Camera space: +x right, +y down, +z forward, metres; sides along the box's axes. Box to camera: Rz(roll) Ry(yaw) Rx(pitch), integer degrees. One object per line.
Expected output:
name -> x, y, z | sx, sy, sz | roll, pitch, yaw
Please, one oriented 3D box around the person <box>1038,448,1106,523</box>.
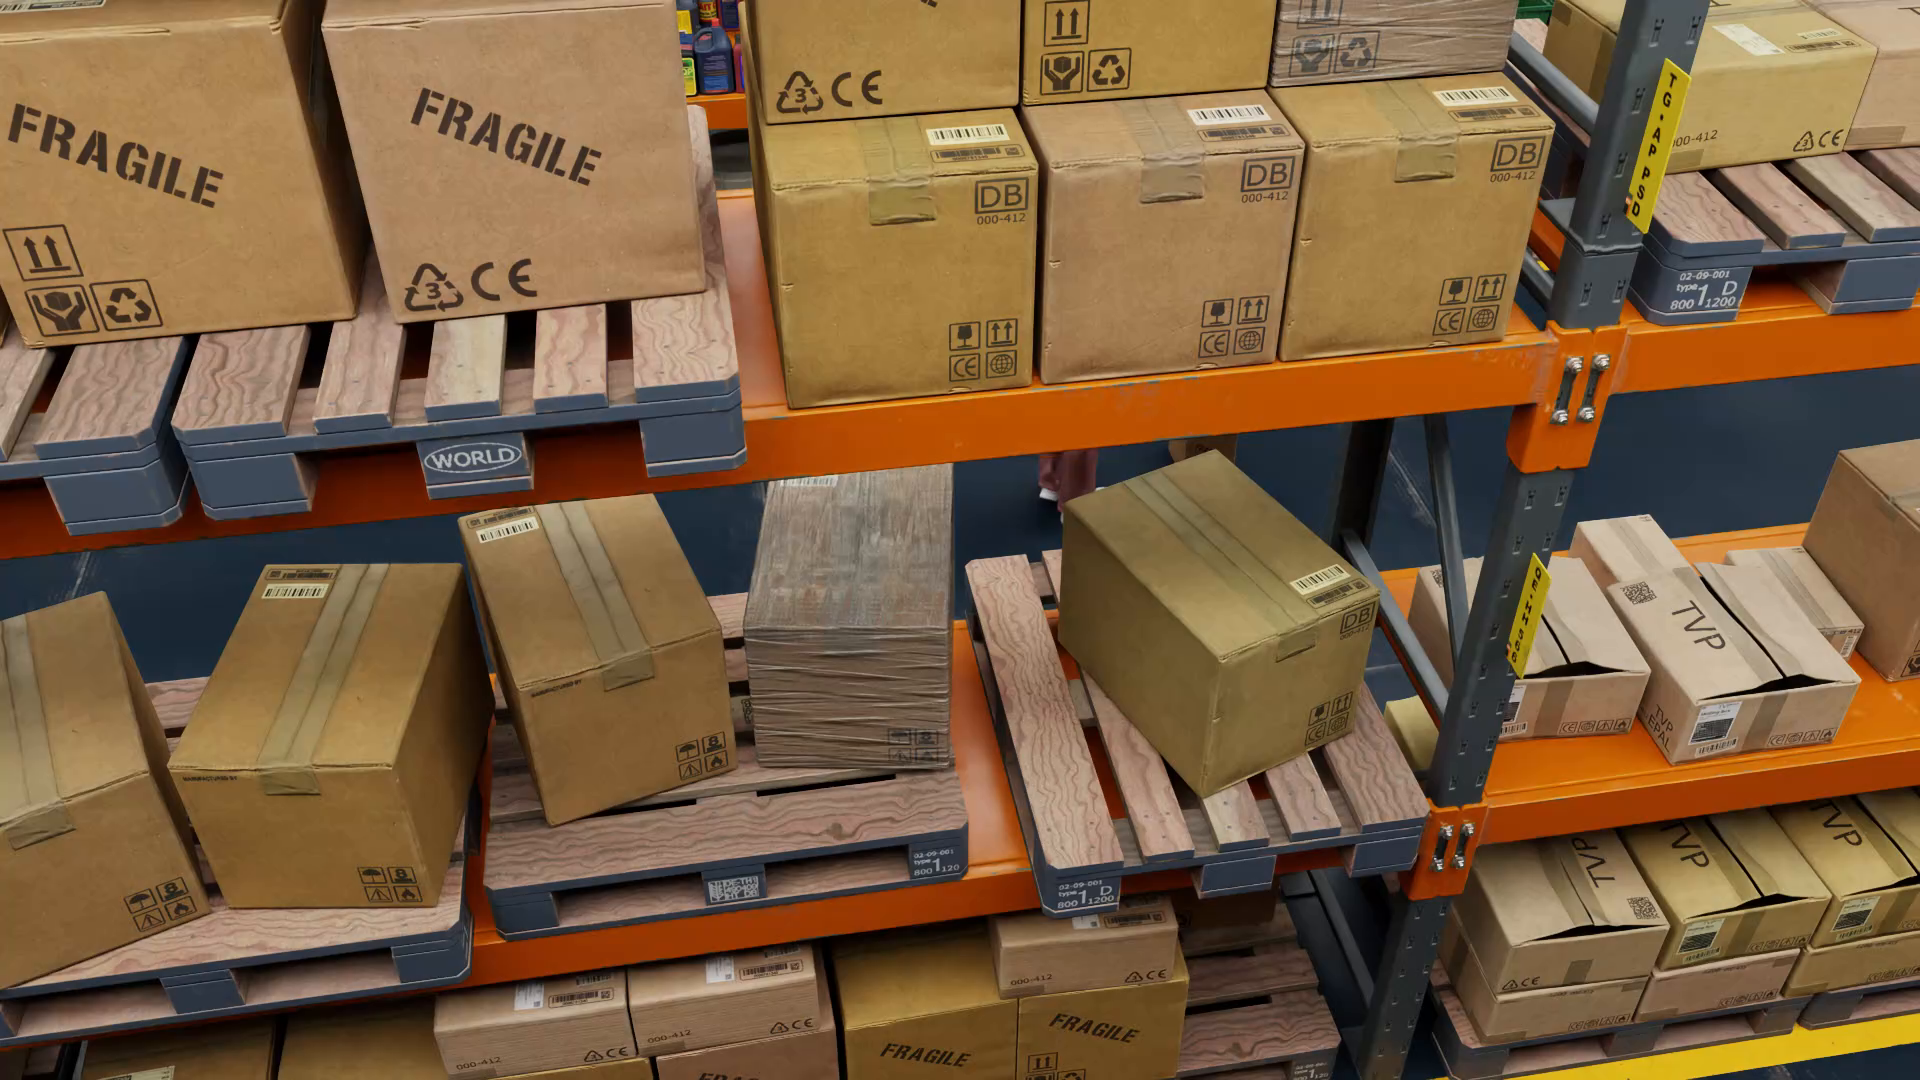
person -> 0.503, -0.773, 7.153 | 0.495, 1.751, 0.400 | 28, 47, 31
